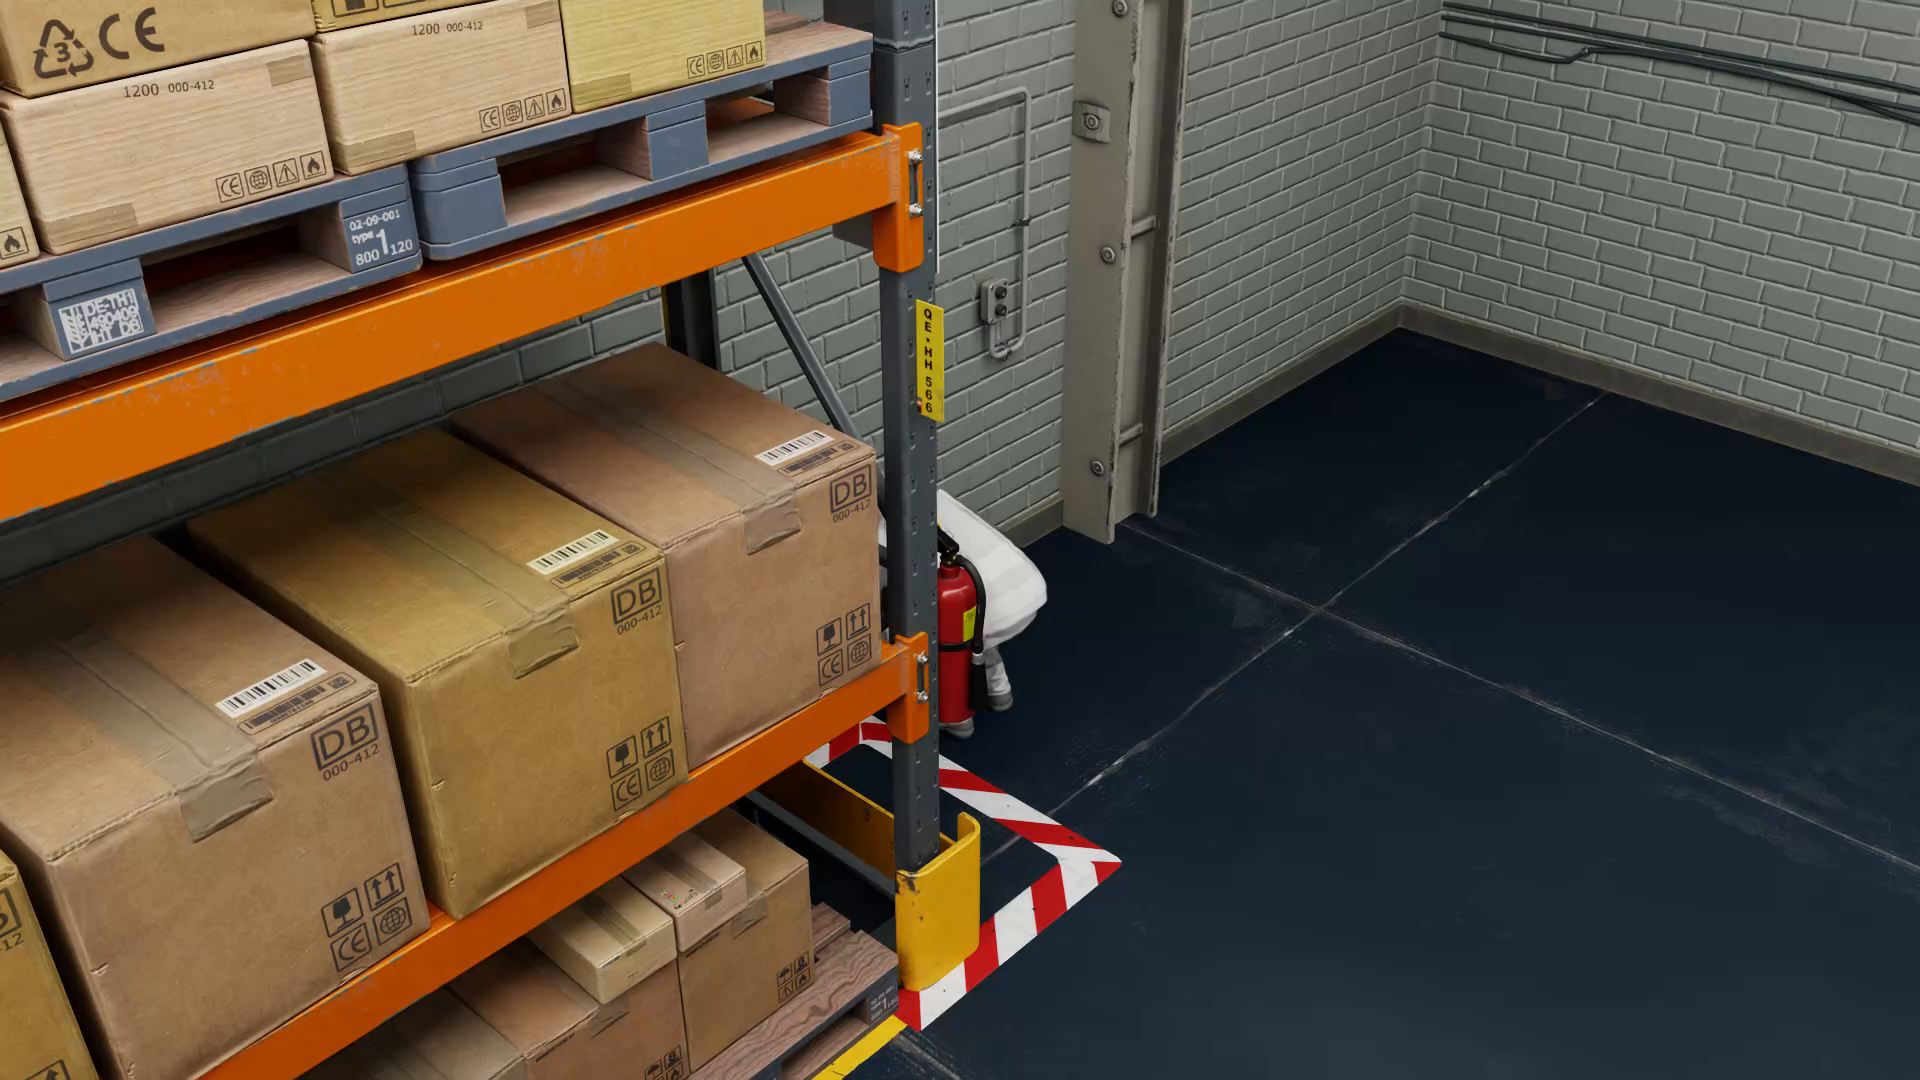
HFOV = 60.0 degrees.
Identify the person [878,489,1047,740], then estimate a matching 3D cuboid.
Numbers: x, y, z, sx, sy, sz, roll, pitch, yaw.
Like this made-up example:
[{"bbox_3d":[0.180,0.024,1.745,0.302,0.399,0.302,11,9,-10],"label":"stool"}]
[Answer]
[{"bbox_3d":[-0.115,0.222,6.529,0.937,0.981,0.539,22,38,32],"label":"person"}]
